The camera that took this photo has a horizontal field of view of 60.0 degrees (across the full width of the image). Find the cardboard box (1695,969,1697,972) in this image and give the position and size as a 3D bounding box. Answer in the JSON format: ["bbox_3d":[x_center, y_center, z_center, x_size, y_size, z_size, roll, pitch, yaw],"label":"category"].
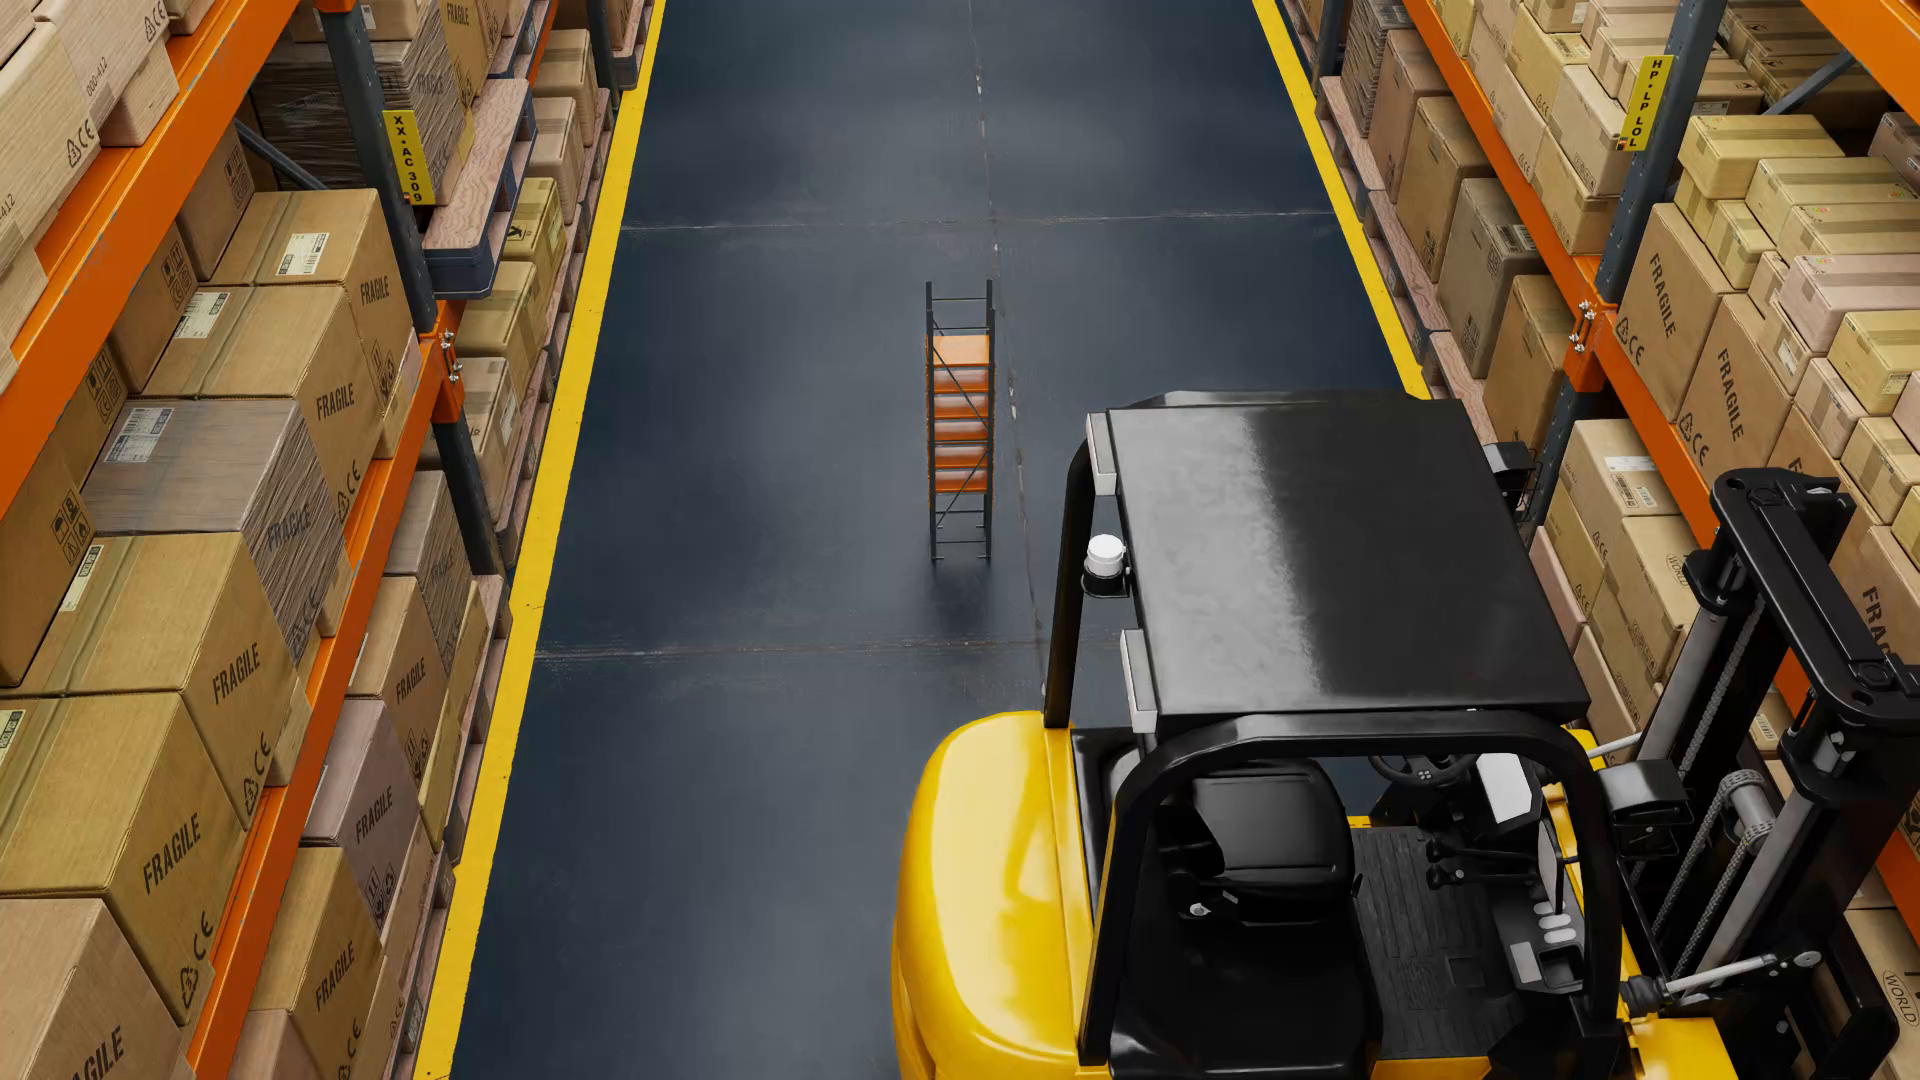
[{"bbox_3d":[2.462,1.232,4.910,0.500,0.250,0.500,0,43,0],"label":"cardboard box"}]

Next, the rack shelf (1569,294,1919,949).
[{"bbox_3d":[2.781,0.620,4.386,1.077,0.370,4.000,-2,43,-2],"label":"rack shelf"}]

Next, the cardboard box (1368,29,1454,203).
[{"bbox_3d":[2.575,-2.113,8.282,0.875,0.625,0.625,0,43,0],"label":"cardboard box"}]

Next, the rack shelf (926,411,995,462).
[{"bbox_3d":[0.001,-0.400,6.364,0.258,0.103,0.180,-2,43,-2],"label":"rack shelf"}]

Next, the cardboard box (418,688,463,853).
[{"bbox_3d":[-1.937,0.759,5.426,0.500,0.250,0.500,-3,43,-3],"label":"cardboard box"}]

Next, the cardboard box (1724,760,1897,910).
[{"bbox_3d":[2.462,0.866,4.569,0.500,0.250,0.500,-2,43,-3],"label":"cardboard box"}]

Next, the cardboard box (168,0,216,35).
[{"bbox_3d":[-1.987,-1.314,3.930,0.380,0.149,0.250,-1,43,-1],"label":"cardboard box"}]

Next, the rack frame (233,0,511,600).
[{"bbox_3d":[-2.263,-0.850,5.458,1.000,3.000,0.127,-2,43,-2],"label":"rack frame"}]

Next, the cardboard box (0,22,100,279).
[{"bbox_3d":[-1.909,-0.692,2.956,0.500,0.250,0.500,-1,43,-1],"label":"cardboard box"}]

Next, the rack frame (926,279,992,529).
[{"bbox_3d":[-0.003,-0.494,6.401,0.240,1.200,0.006,-2,43,-2],"label":"rack frame"}]

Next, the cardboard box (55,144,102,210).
[{"bbox_3d":[-1.989,-0.786,3.354,0.380,0.149,0.250,-1,43,-1],"label":"cardboard box"}]

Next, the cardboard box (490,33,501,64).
[{"bbox_3d":[-2.039,-1.994,6.581,0.380,0.149,0.250,-1,43,-1],"label":"cardboard box"}]

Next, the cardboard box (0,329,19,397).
[{"bbox_3d":[-1.842,-0.268,2.789,0.380,0.149,0.250,-1,43,-1],"label":"cardboard box"}]

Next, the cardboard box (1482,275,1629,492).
[{"bbox_3d":[2.663,-0.627,6.660,0.875,0.625,0.625,0,43,0],"label":"cardboard box"}]

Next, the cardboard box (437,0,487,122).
[{"bbox_3d":[-2.018,-1.814,5.905,0.500,0.500,0.500,-2,43,-2],"label":"cardboard box"}]

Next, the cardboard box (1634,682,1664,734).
[{"bbox_3d":[2.441,0.694,5.127,0.500,0.250,0.500,-2,43,-2],"label":"cardboard box"}]

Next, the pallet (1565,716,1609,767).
[{"bbox_3d":[2.688,0.571,5.971,1.003,0.211,1.213,-2,43,-2],"label":"pallet"}]

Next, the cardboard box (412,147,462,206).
[{"bbox_3d":[-1.971,-1.295,5.818,0.380,0.149,0.250,-1,43,-1],"label":"cardboard box"}]

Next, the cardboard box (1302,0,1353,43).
[{"bbox_3d":[2.293,-3.208,9.569,0.500,0.500,0.500,-1,43,-1],"label":"cardboard box"}]

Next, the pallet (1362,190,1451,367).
[{"bbox_3d":[2.571,-1.289,8.000,1.003,0.211,1.213,-2,43,-2],"label":"pallet"}]

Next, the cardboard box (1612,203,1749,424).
[{"bbox_3d":[2.454,-0.725,5.247,0.500,0.500,0.500,-3,43,-3],"label":"cardboard box"}]

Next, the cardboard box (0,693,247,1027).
[{"bbox_3d":[-1.884,0.682,3.491,0.500,0.500,0.500,-2,43,-3],"label":"cardboard box"}]

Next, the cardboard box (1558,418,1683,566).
[{"bbox_3d":[2.403,-0.169,5.699,0.500,0.250,0.500,-2,43,-2],"label":"cardboard box"}]

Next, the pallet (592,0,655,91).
[{"bbox_3d":[-2.391,-3.057,9.929,1.003,0.211,1.213,-2,43,-2],"label":"pallet"}]

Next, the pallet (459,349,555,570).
[{"bbox_3d":[-2.297,-0.348,6.973,1.003,0.211,1.213,-2,43,-2],"label":"pallet"}]

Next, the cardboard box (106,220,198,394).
[{"bbox_3d":[-2.461,-0.717,4.278,0.700,0.500,0.500,-1,43,-2],"label":"cardboard box"}]

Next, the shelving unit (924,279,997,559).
[{"bbox_3d":[0.001,-0.433,6.334,0.258,1.200,0.189,-2,43,-2],"label":"shelving unit"}]

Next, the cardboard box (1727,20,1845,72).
[{"bbox_3d":[2.937,-1.697,5.828,0.380,0.149,0.250,-3,43,-3],"label":"cardboard box"}]

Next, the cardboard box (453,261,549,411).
[{"bbox_3d":[-2.322,-0.876,7.119,0.950,0.372,0.625,1,43,1],"label":"cardboard box"}]

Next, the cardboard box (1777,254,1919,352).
[{"bbox_3d":[2.443,-0.634,4.448,0.380,0.149,0.250,-1,43,-1],"label":"cardboard box"}]

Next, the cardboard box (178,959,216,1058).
[{"bbox_3d":[-1.865,1.010,3.614,0.380,0.149,0.250,-1,43,-1],"label":"cardboard box"}]

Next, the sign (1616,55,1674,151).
[{"bbox_3d":[2.154,-1.371,5.227,0.100,0.325,0.005,-2,43,-2],"label":"sign"}]

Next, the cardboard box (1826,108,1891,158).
[{"bbox_3d":[2.931,-1.474,5.879,0.500,0.250,0.500,-2,43,-2],"label":"cardboard box"}]

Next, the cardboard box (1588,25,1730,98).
[{"bbox_3d":[2.431,-1.669,5.797,0.380,0.149,0.250,-2,43,-2],"label":"cardboard box"}]

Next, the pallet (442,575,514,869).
[{"bbox_3d":[-2.199,0.630,5.906,1.003,0.211,1.213,-2,43,-2],"label":"pallet"}]

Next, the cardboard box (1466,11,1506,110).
[{"bbox_3d":[2.396,-1.948,6.766,0.500,0.250,0.500,-1,43,-2],"label":"cardboard box"}]

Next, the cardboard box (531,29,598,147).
[{"bbox_3d":[-2.419,-2.355,8.733,0.950,0.372,0.625,-4,43,-5],"label":"cardboard box"}]

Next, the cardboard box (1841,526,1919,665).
[{"bbox_3d":[2.516,0.308,4.120,0.500,0.500,0.500,-1,43,-2],"label":"cardboard box"}]

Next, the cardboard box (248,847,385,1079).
[{"bbox_3d":[-1.892,1.172,4.420,0.500,0.500,0.500,-1,43,-1],"label":"cardboard box"}]

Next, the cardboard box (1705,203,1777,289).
[{"bbox_3d":[2.459,-0.874,4.929,0.380,0.149,0.250,-1,43,-1],"label":"cardboard box"}]

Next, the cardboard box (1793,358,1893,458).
[{"bbox_3d":[2.444,-0.353,4.361,0.380,0.149,0.250,-2,43,-2],"label":"cardboard box"}]

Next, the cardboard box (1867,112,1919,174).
[{"bbox_3d":[3.012,-1.174,5.037,0.380,0.149,0.250,-2,43,-2],"label":"cardboard box"}]

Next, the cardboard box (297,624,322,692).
[{"bbox_3d":[-1.917,0.310,4.378,0.380,0.149,0.250,-2,43,-3],"label":"cardboard box"}]

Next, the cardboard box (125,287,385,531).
[{"bbox_3d":[-1.967,-0.357,4.625,0.500,0.500,0.500,0,43,0],"label":"cardboard box"}]

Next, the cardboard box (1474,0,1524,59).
[{"bbox_3d":[2.375,-2.141,6.607,0.500,0.250,0.500,-1,43,-1],"label":"cardboard box"}]

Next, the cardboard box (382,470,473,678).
[{"bbox_3d":[-1.970,0.124,5.564,0.500,0.500,0.500,-2,43,-2],"label":"cardboard box"}]

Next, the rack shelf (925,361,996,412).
[{"bbox_3d":[0.001,-0.577,6.202,0.258,0.103,0.180,-2,43,-2],"label":"rack shelf"}]

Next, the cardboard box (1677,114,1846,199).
[{"bbox_3d":[2.413,-1.157,5.018,0.380,0.149,0.250,-1,43,-1],"label":"cardboard box"}]

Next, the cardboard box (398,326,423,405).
[{"bbox_3d":[-1.945,-0.549,5.315,0.380,0.149,0.250,-2,43,-2],"label":"cardboard box"}]
